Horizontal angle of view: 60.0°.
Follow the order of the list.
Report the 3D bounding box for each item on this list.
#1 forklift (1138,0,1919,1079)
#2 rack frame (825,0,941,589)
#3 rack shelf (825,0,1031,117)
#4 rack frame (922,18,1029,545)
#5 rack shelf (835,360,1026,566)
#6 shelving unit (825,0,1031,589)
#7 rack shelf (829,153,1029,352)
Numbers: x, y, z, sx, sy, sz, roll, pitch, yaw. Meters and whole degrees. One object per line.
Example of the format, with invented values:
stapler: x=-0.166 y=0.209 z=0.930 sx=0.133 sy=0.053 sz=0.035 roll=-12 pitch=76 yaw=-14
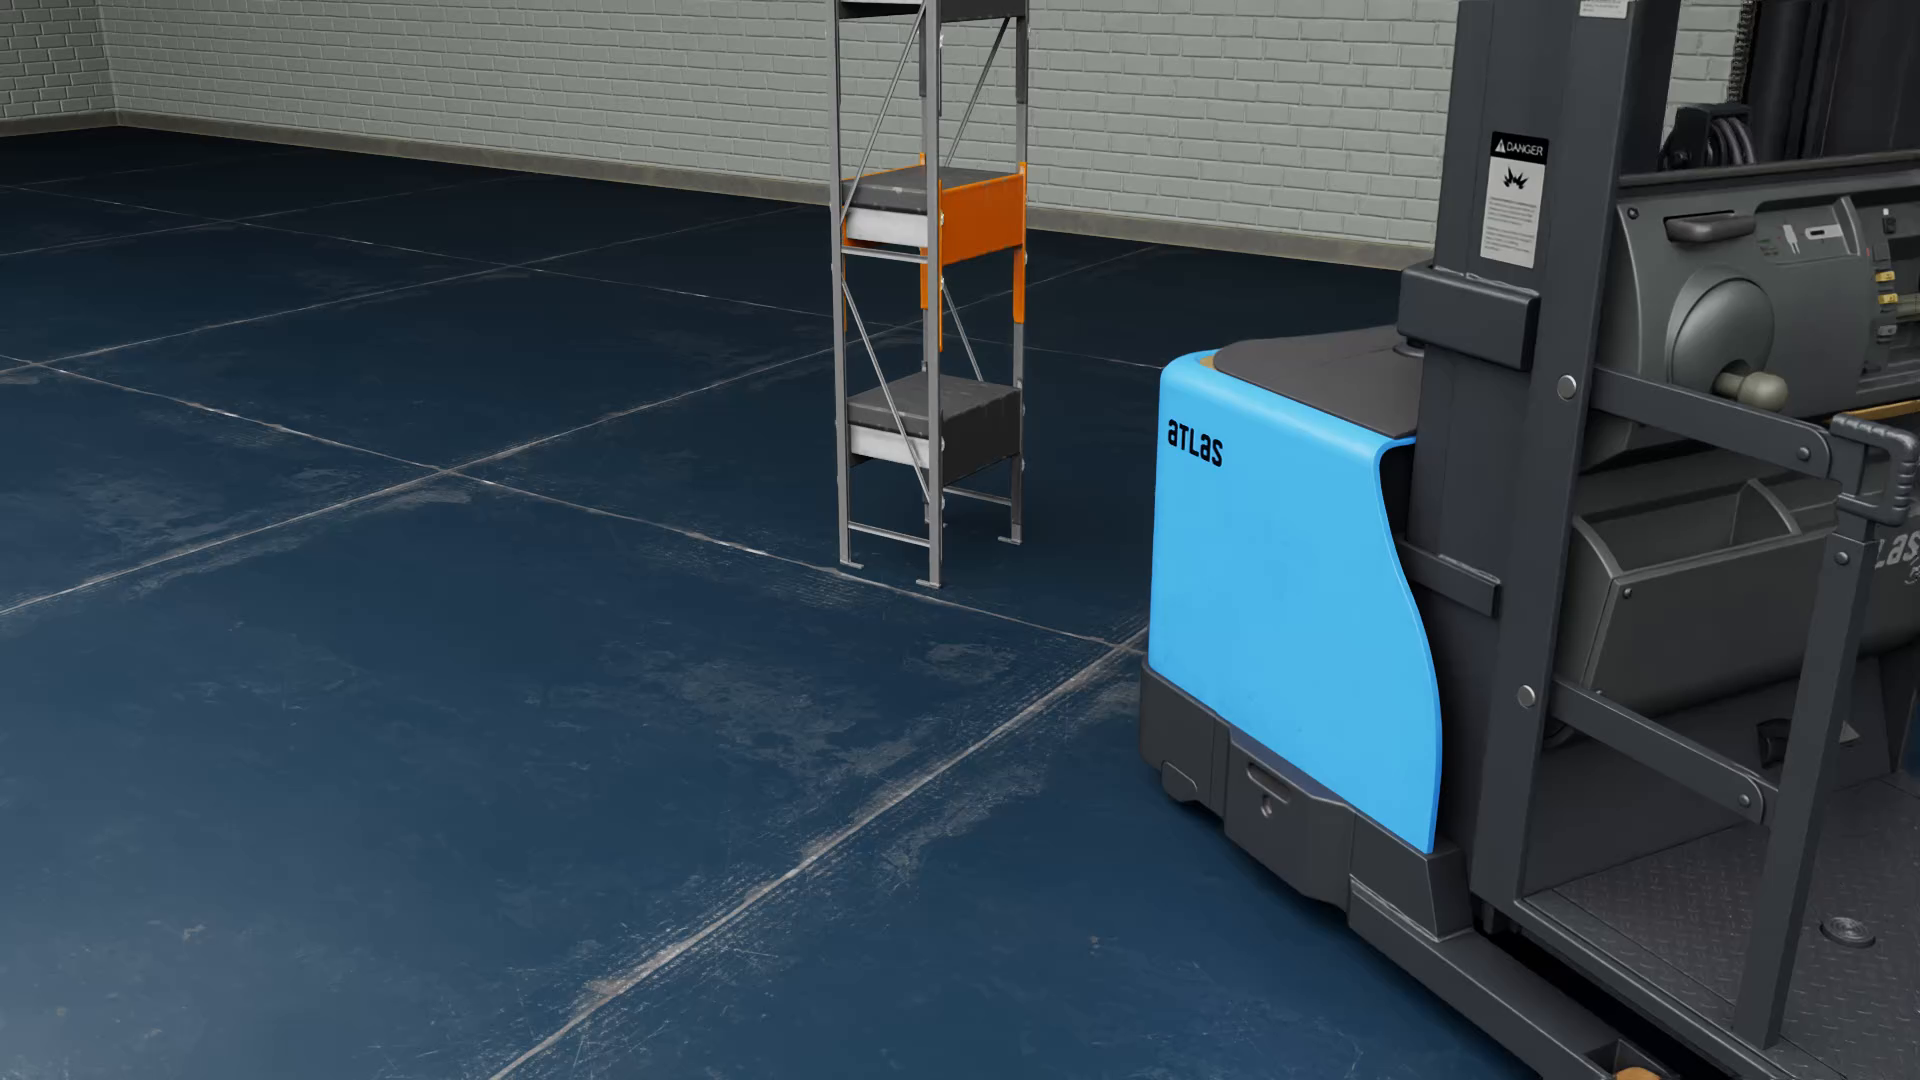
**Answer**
forklift: x=1.565 y=-0.414 z=2.660 sx=1.130 sy=2.935 sz=3.031 roll=-10 pitch=23 yaw=-25
rack frame: x=-0.230 y=-0.867 z=5.083 sx=0.400 sy=2.100 sz=0.015 roll=13 pitch=24 yaw=32
rack shelf: x=-0.093 y=-1.581 z=5.034 sx=0.431 sy=0.518 sz=0.480 roll=13 pitch=24 yaw=32
rack frame: x=0.044 y=-1.007 z=5.462 sx=0.400 sy=2.100 sz=0.015 roll=13 pitch=24 yaw=32
rack shelf: x=-0.093 y=-0.268 z=5.520 sx=0.431 sy=0.518 sz=0.480 roll=13 pitch=24 yaw=32
shelving unit: x=-0.093 y=-0.937 z=5.272 sx=0.431 sy=2.100 sz=0.503 roll=13 pitch=24 yaw=32
rack shelf: x=-0.093 y=-0.925 z=5.277 sx=0.431 sy=0.518 sz=0.480 roll=13 pitch=24 yaw=32
